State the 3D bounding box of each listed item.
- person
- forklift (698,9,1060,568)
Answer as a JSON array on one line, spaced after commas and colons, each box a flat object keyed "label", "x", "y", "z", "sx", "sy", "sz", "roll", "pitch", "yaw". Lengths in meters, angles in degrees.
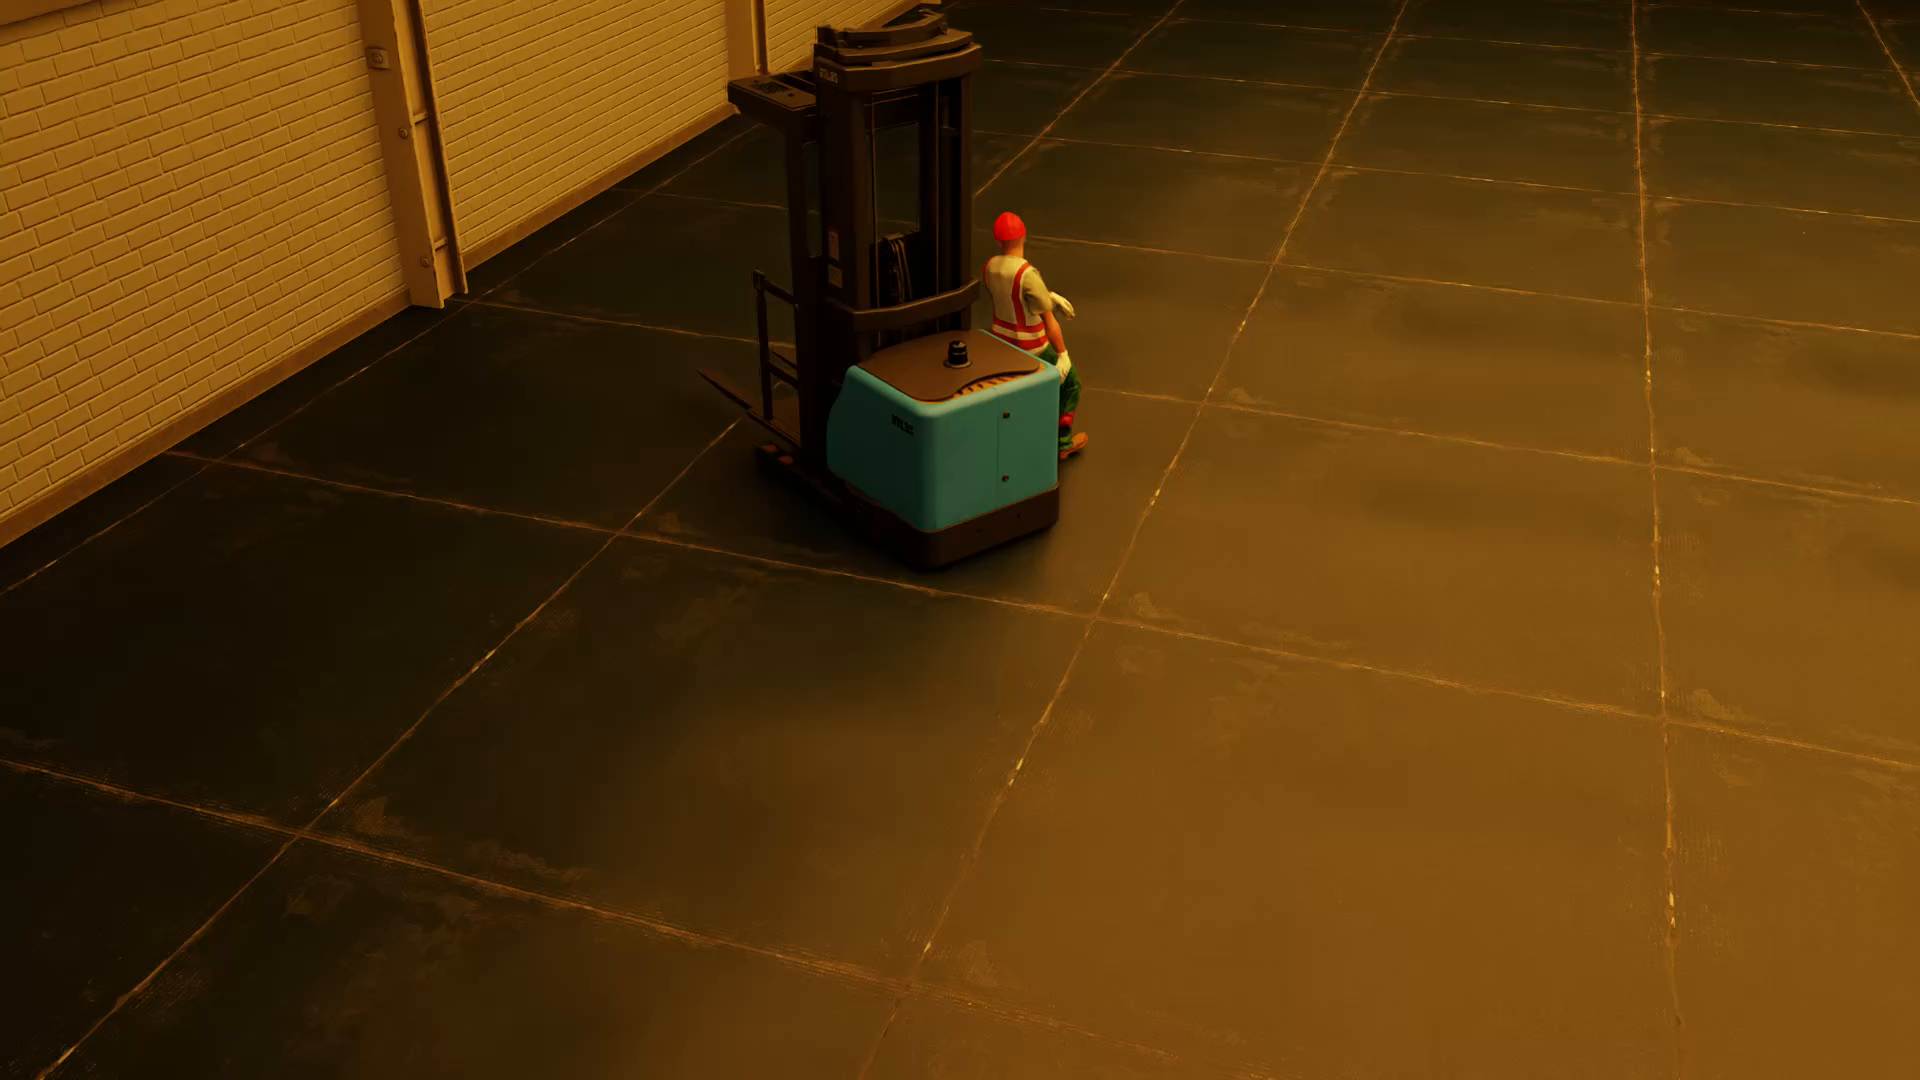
[{"label": "person", "x": 0.450, "y": -1.255, "z": 10.612, "sx": 0.734, "sy": 1.697, "sz": 0.827, "roll": 23, "pitch": 37, "yaw": 34}, {"label": "forklift", "x": -0.681, "y": -1.784, "z": 10.266, "sx": 1.130, "sy": 2.935, "sz": 3.031, "roll": -20, "pitch": 35, "yaw": -31}]
